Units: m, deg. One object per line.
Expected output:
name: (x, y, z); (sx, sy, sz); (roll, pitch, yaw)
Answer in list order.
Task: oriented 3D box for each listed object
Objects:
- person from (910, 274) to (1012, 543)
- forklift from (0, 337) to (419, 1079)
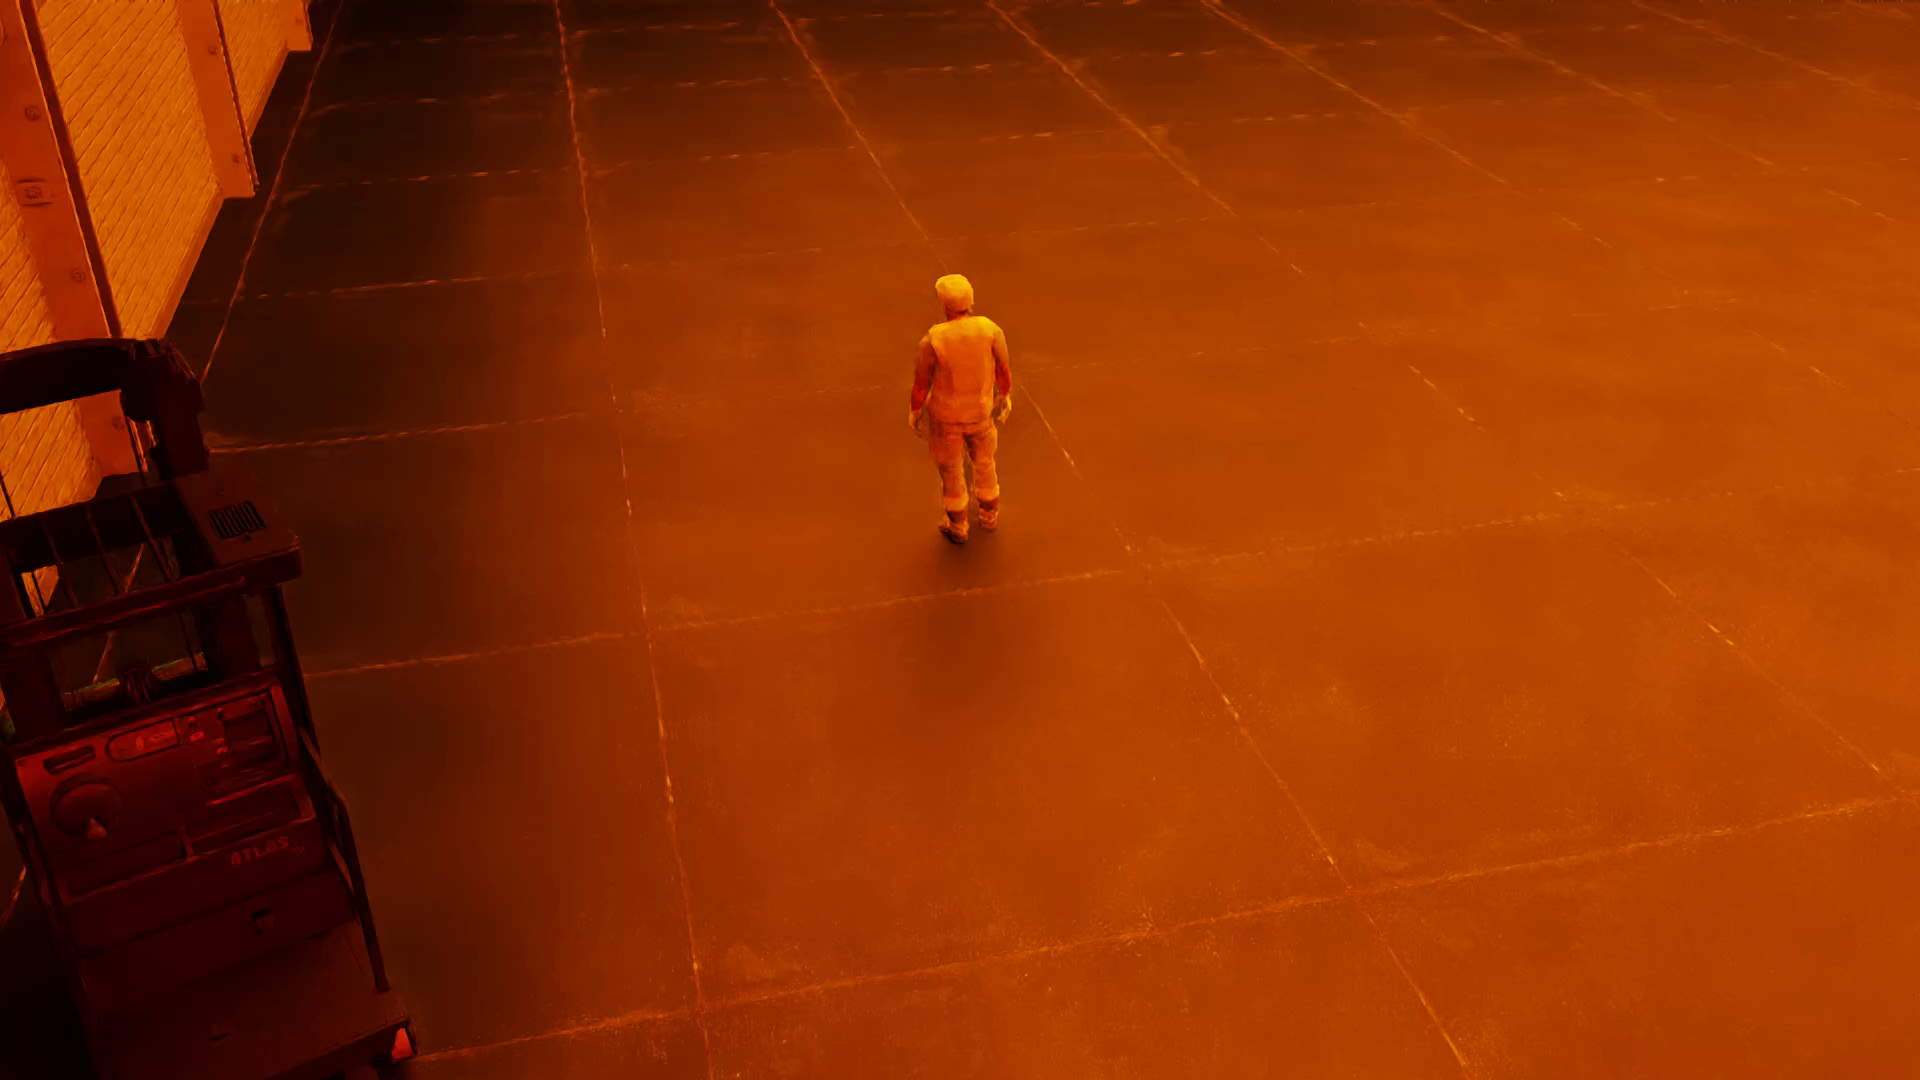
person: (-0.008, -0.821, 10.118); (0.637, 1.787, 0.563); (-7, 31, -12)
forklift: (-2.875, 0.869, 6.073); (1.130, 2.935, 3.031); (-18, 35, -29)
